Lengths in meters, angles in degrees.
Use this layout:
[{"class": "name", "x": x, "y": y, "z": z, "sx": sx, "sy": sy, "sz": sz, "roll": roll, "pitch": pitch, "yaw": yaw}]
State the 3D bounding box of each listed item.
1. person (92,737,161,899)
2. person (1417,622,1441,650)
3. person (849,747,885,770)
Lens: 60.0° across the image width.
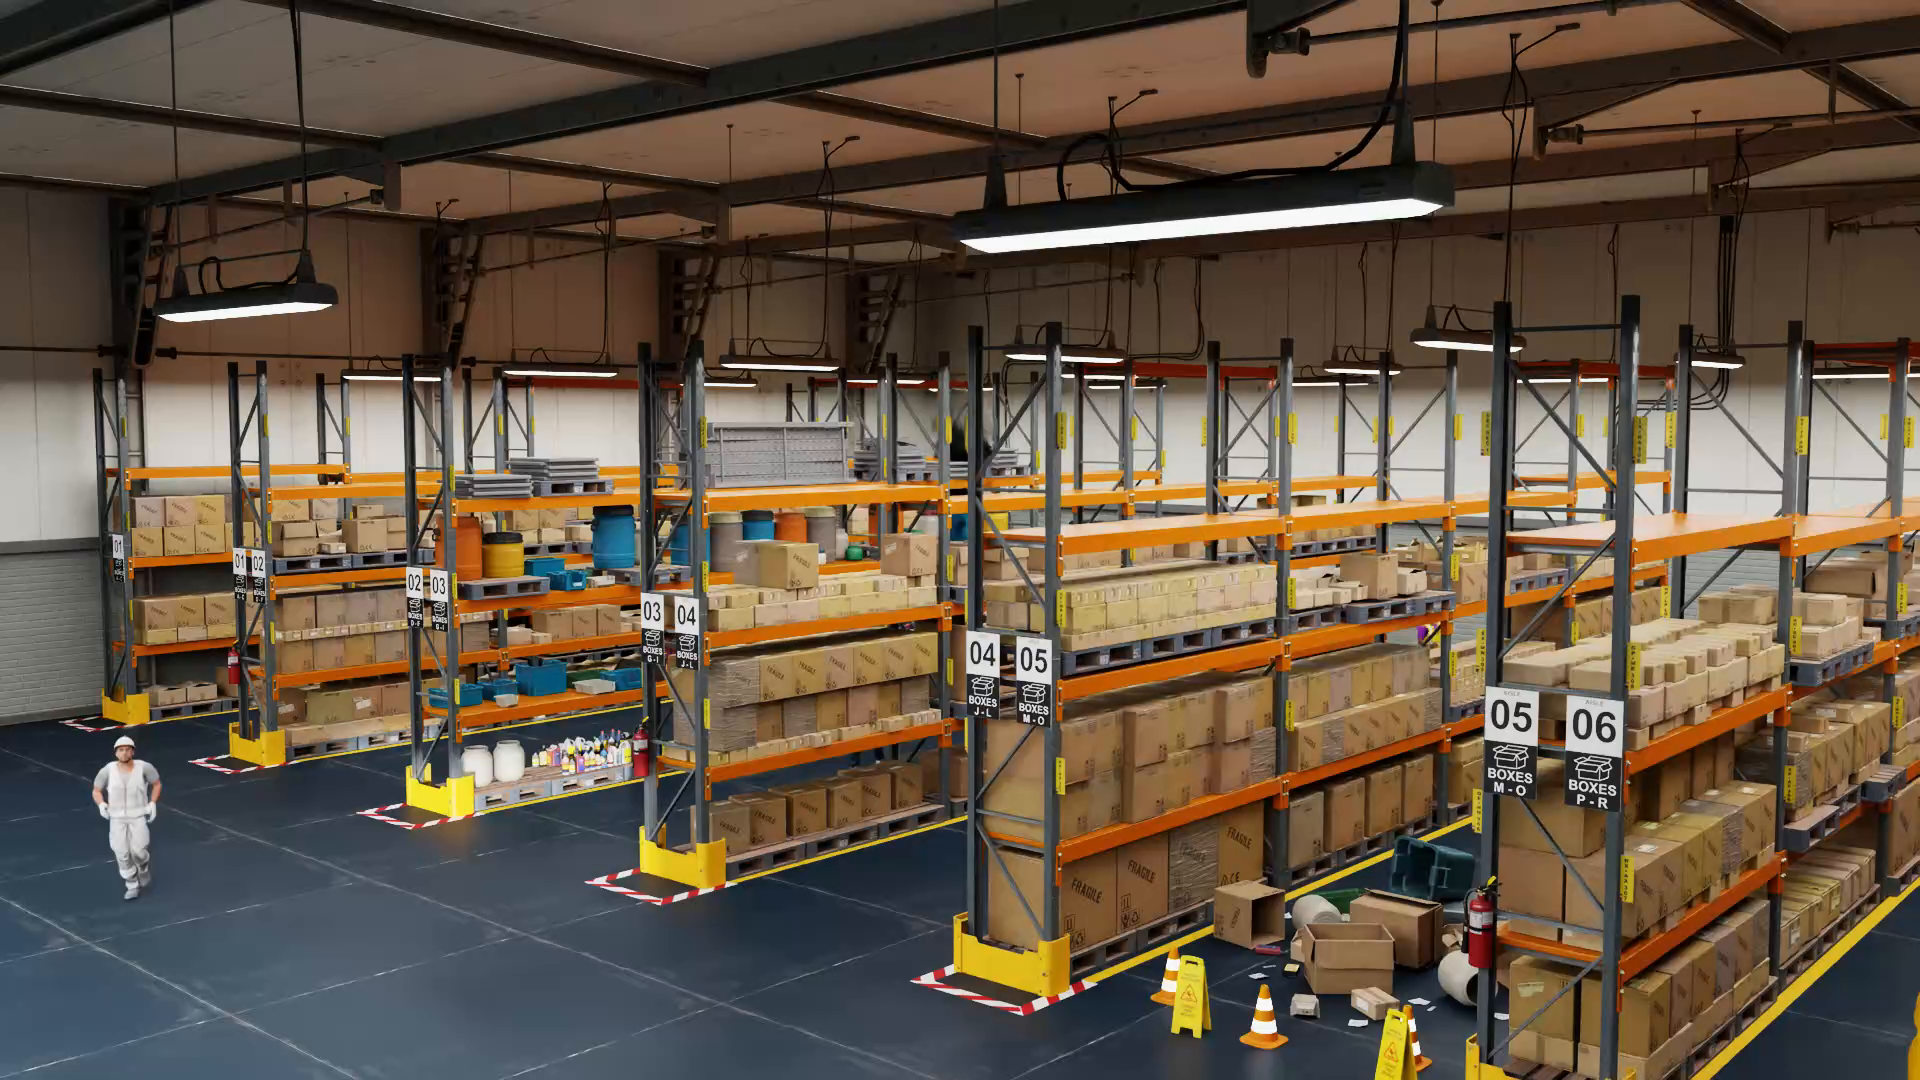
[{"class": "person", "x": -8.947, "y": 2.976, "z": 17.849, "sx": 0.661, "sy": 1.745, "sz": 0.586, "roll": -1, "pitch": 4, "yaw": -20}, {"class": "person", "x": 8.676, "y": 2.076, "z": 30.367, "sx": 0.692, "sy": 1.778, "sz": 0.670, "roll": 0, "pitch": 4, "yaw": -4}, {"class": "person", "x": -1.348, "y": 2.596, "z": 24.053, "sx": 0.530, "sy": 1.637, "sz": 0.730, "roll": 3, "pitch": 5, "yaw": 37}]
